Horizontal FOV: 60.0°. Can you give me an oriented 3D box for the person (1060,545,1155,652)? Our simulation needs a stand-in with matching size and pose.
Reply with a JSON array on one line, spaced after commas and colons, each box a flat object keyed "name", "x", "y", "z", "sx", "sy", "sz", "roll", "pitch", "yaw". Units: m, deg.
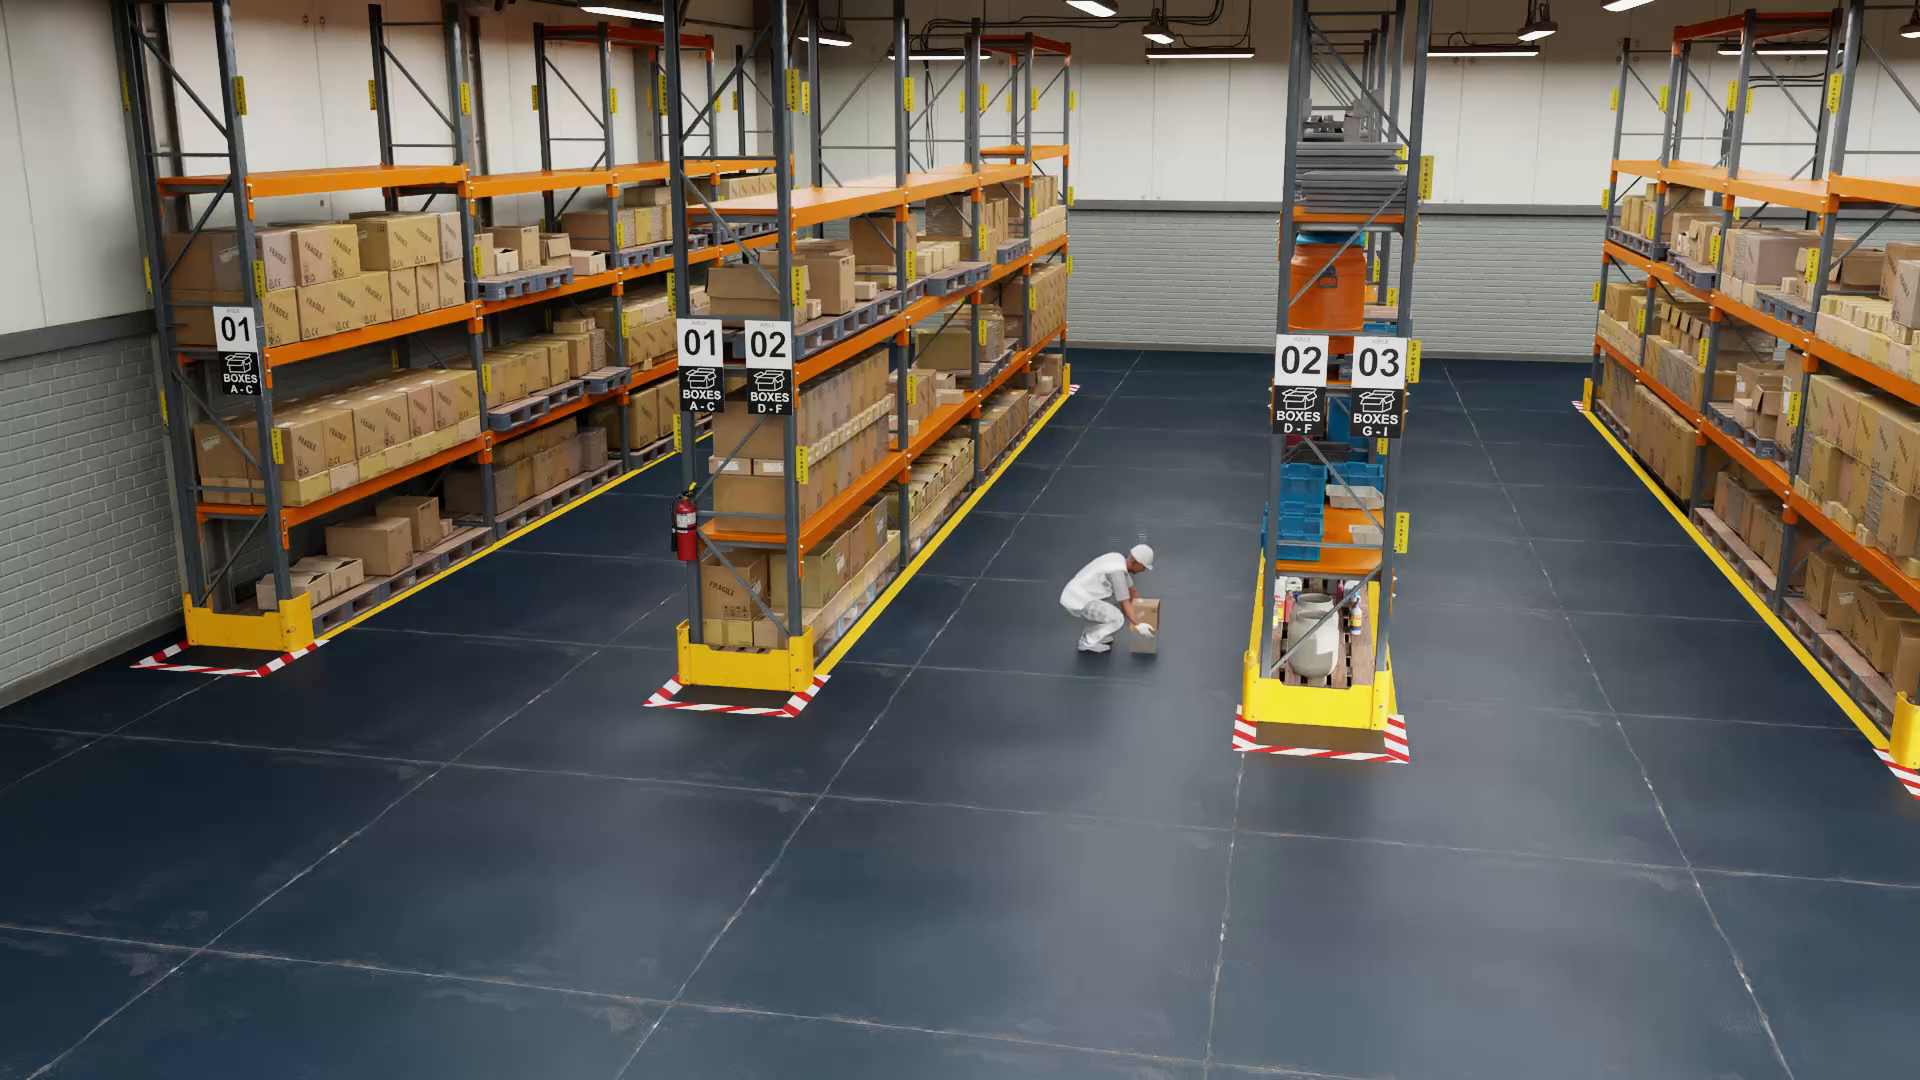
[{"name": "person", "x": 1.396, "y": 0.522, "z": 15.547, "sx": 0.897, "sy": 0.993, "sz": 0.578, "roll": 3, "pitch": 15, "yaw": 11}]
